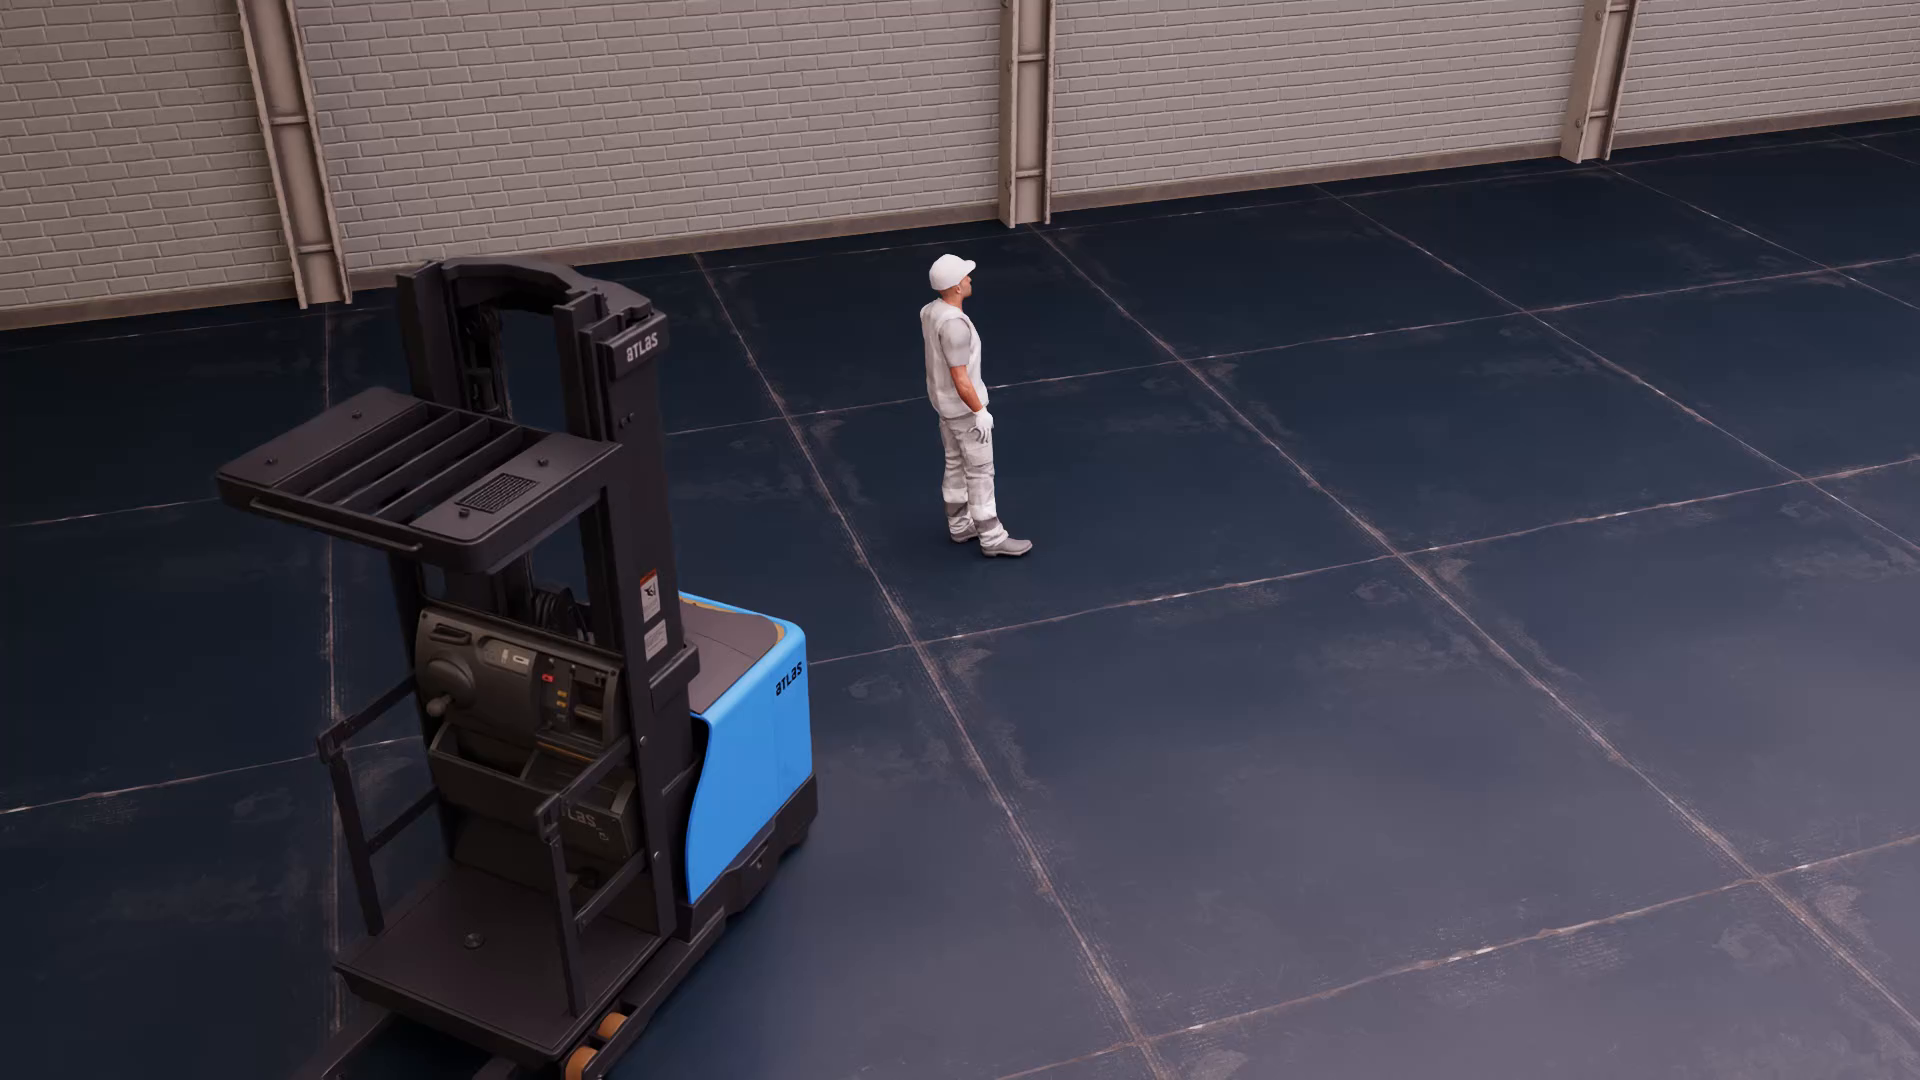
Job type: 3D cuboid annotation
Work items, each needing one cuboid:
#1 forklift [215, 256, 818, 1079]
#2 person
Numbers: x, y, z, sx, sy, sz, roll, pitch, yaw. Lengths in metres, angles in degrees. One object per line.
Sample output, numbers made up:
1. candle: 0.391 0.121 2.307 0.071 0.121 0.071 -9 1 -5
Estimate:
1. forklift: -1.756 0.585 6.070 1.130 2.935 3.031 14 33 22
2. person: 0.080 -0.789 9.589 0.562 1.790 0.637 -10 31 -16
